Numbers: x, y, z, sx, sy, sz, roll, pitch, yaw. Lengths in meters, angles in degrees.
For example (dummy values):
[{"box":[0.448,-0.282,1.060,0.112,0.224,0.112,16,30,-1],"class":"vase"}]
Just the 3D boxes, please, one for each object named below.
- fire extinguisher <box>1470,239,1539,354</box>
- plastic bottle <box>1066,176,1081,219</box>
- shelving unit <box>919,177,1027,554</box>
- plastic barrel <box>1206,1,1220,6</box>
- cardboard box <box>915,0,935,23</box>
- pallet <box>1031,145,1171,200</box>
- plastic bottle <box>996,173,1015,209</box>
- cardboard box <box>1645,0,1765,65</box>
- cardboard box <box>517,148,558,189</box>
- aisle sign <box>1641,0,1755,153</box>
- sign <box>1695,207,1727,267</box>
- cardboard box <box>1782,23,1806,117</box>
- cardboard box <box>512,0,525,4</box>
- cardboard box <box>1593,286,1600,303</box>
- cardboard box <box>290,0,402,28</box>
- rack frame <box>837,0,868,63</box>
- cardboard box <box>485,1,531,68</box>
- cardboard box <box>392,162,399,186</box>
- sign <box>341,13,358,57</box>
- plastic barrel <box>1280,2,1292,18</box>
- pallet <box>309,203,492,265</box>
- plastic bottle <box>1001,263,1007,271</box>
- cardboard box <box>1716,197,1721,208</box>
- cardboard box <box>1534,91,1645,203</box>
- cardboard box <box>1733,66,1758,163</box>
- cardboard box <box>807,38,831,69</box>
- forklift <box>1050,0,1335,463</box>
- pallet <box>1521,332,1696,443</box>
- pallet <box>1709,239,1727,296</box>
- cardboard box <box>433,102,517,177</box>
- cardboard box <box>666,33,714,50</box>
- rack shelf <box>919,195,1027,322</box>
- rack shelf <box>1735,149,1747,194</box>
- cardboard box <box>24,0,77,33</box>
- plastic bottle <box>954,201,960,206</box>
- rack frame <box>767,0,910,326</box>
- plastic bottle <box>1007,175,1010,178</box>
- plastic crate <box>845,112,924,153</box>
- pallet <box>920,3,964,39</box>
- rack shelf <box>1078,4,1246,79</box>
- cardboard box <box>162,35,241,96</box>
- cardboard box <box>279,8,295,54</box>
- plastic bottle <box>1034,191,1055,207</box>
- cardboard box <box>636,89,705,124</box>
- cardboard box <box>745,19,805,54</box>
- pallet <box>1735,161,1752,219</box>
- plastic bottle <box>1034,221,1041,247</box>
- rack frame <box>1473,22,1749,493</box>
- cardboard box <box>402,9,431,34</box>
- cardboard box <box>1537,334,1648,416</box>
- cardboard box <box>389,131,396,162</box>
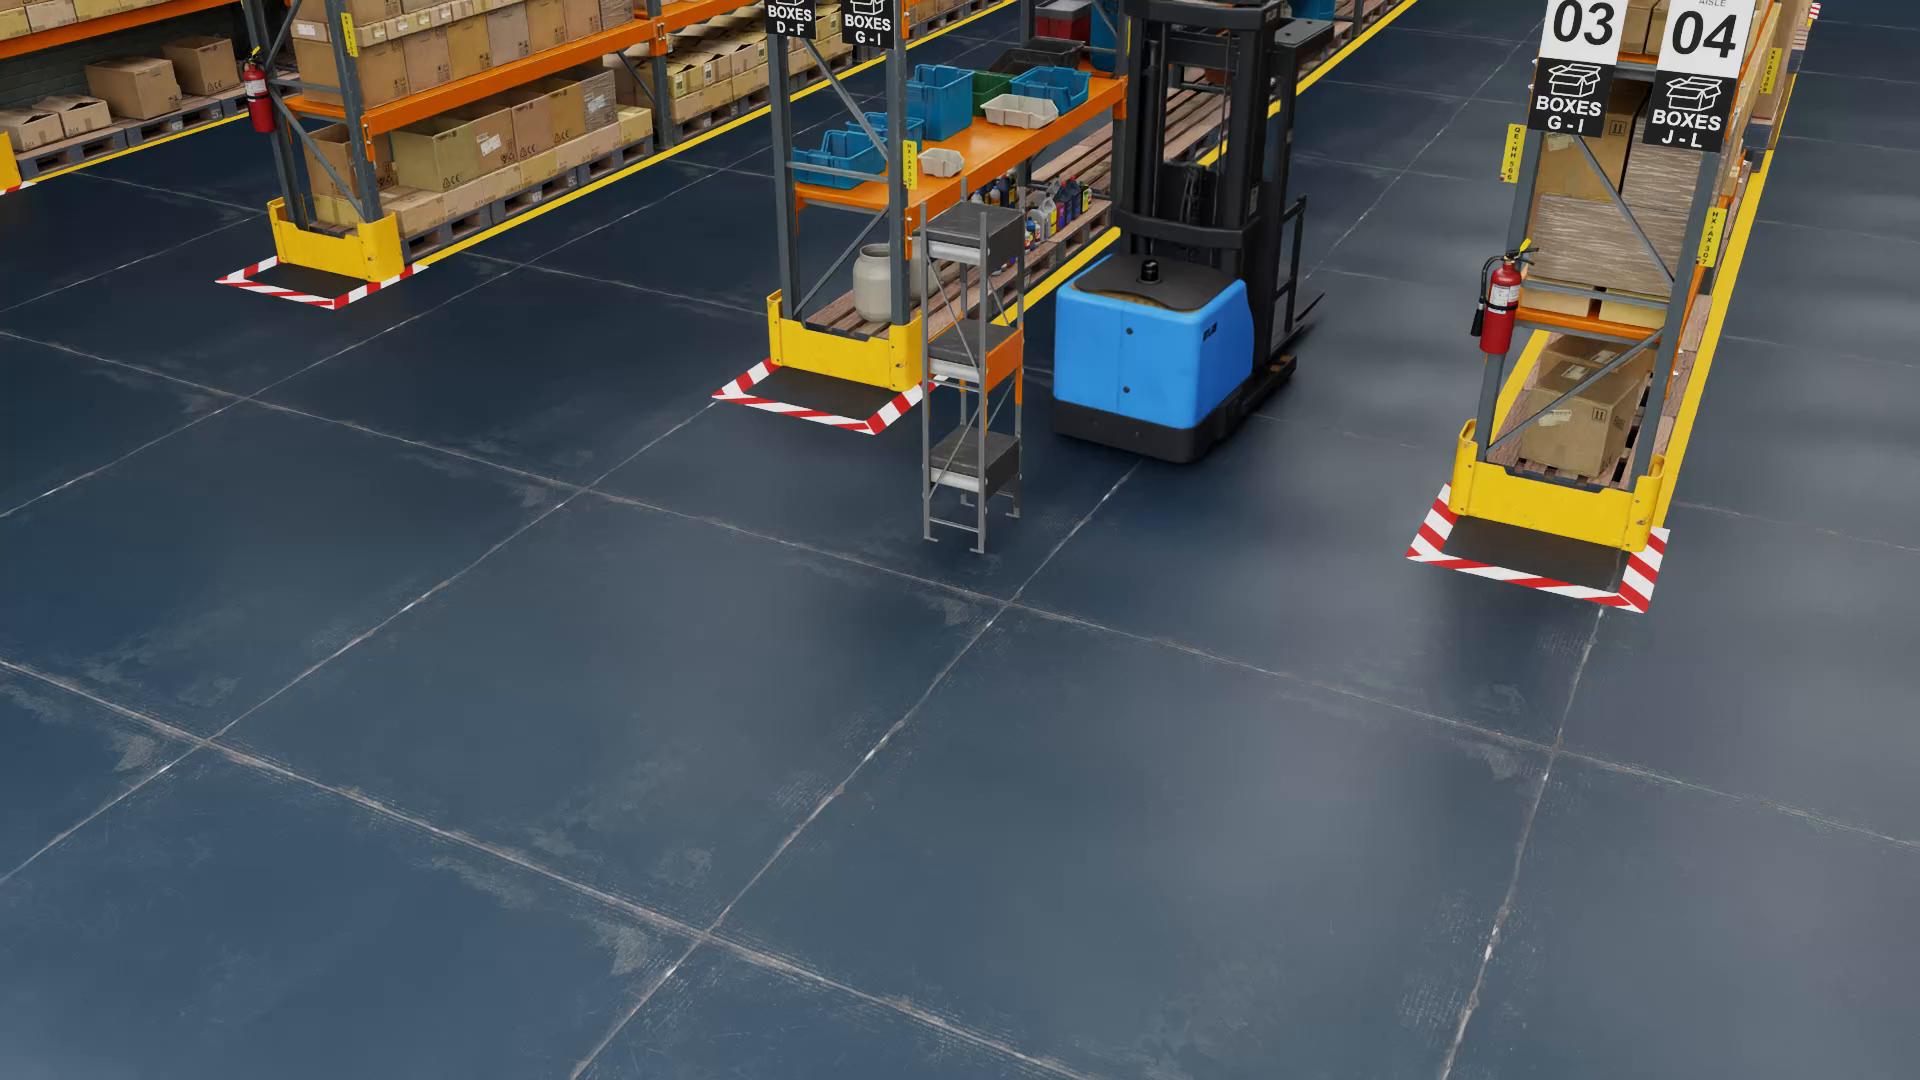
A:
[{"box":[3.125,-1.410,9.562,0.296,0.674,0.183,14,33,23],"class":"fire extinguisher"},{"box":[0.963,-2.978,14.432,0.144,0.351,0.185,13,32,22],"class":"plastic bottle"},{"box":[0.075,-0.984,9.645,0.431,2.100,0.503,14,33,23],"class":"shelving unit"},{"box":[2.352,-5.417,16.350,0.421,0.512,0.421,0,30,0],"class":"plastic barrel"},{"box":[-0.657,-6.884,21.084,0.500,0.500,0.500,14,33,23],"class":"cardboard box"},{"box":[1.323,-3.435,15.809,1.003,0.211,1.213,14,33,23],"class":"pallet"},{"box":[0.391,-3.032,14.527,0.144,0.351,0.185,14,33,23],"class":"plastic bottle"},{"box":[4.037,-2.781,9.009,0.500,0.250,0.500,15,33,25],"class":"cardboard box"},{"box":[-4.103,-3.480,15.429,0.500,0.250,0.500,14,33,23],"class":"cardboard box"},{"box":[3.826,-2.422,8.635,0.394,0.787,0.004,14,33,23],"class":"aisle sign"},{"box":[4.070,-1.642,9.019,0.100,0.325,0.005,14,33,23],"class":"sign"},{"box":[7.977,-4.892,17.259,1.225,0.875,0.875,14,33,23],"class":"cardboard box"},{"box":[-4.039,-4.887,14.786,0.380,0.149,0.250,15,33,25],"class":"cardboard box"},{"box":[3.648,-1.565,10.006,0.380,0.149,0.250,14,33,23],"class":"cardboard box"},{"box":[-4.982,-4.472,13.413,0.700,0.500,0.500,14,33,23],"class":"cardboard box"},{"box":[-1.586,-7.185,19.541,1.000,3.000,0.127,14,33,23],"class":"rack frame"},{"box":[-4.303,-4.573,14.892,0.700,0.500,0.500,15,33,25],"class":"cardboard box"},{"box":[-5.032,-3.158,14.867,0.500,0.250,0.500,14,33,23],"class":"cardboard box"},{"box":[-4.739,-3.920,12.906,0.100,0.325,0.005,14,33,23],"class":"sign"},{"box":[3.544,-5.918,19.333,0.600,0.588,0.708,14,33,23],"class":"plastic barrel"},{"box":[-4.919,-2.778,14.666,1.003,0.211,1.213,14,33,23],"class":"pallet"},{"box":[0.328,-2.270,13.349,0.097,0.201,0.097,0,30,0],"class":"plastic bottle"},{"box":[4.877,-2.231,11.165,0.380,0.149,0.250,14,33,23],"class":"cardboard box"},{"box":[3.618,-2.296,9.623,0.500,0.500,0.500,14,33,23],"class":"cardboard box"},{"box":[4.541,-2.620,10.187,0.500,0.500,0.500,14,33,23],"class":"cardboard box"},{"box":[-1.840,-5.657,19.219,0.500,0.250,0.500,14,33,23],"class":"cardboard box"},{"box":[1.791,-2.468,11.394,1.130,2.935,3.031,16,34,26],"class":"forklift"},{"box":[4.580,-1.105,11.753,1.003,0.211,1.213,14,33,23],"class":"pallet"},{"box":[5.763,-2.299,13.833,1.003,0.211,1.213,14,33,23],"class":"pallet"},{"box":[-4.345,-3.588,14.862,0.500,0.500,0.500,14,33,23],"class":"cardboard box"},{"box":[-3.018,-5.342,18.108,0.500,0.311,0.500,14,33,23],"class":"cardboard box"},{"box":[0.075,-1.579,9.304,0.431,0.518,0.480,14,33,23],"class":"rack shelf"},{"box":[6.320,-3.738,14.260,1.077,0.370,4.000,14,33,23],"class":"rack shelf"},{"box":[-8.913,-5.082,16.009,0.500,0.250,0.500,13,32,22],"class":"cardboard box"},{"box":[-0.017,-2.793,14.110,0.144,0.351,0.185,14,33,23],"class":"plastic bottle"},{"box":[-0.822,-2.514,11.405,1.000,3.000,0.127,14,33,23],"class":"rack frame"},{"box":[0.418,-3.177,14.929,0.097,0.201,0.097,0,30,0],"class":"plastic bottle"},{"box":[-0.559,-3.025,12.446,0.499,0.251,0.408,14,33,23],"class":"plastic crate"},{"box":[-0.655,-6.837,21.735,1.003,0.211,1.213,14,33,23],"class":"pallet"},{"box":[1.911,-4.861,16.216,1.077,0.370,4.000,14,33,23],"class":"rack shelf"},{"box":[-8.256,-5.172,18.103,0.500,0.500,0.500,12,32,20],"class":"cardboard box"},{"box":[-7.499,-5.971,19.495,0.700,0.500,0.500,15,33,25],"class":"cardboard box"},{"box":[0.733,-2.883,14.342,0.152,0.276,0.135,14,33,23],"class":"plastic bottle"},{"box":[-3.003,-4.524,17.247,0.500,0.250,0.500,13,33,22],"class":"cardboard box"},{"box":[-2.068,-5.675,18.687,0.500,0.311,0.500,14,33,23],"class":"cardboard box"},{"box":[6.874,-3.381,15.716,1.003,0.211,1.213,14,33,23],"class":"pallet"},{"box":[0.622,-2.555,13.846,0.097,0.201,0.097,0,30,0],"class":"plastic bottle"},{"box":[3.587,-1.390,9.449,1.000,3.000,0.127,14,33,23],"class":"rack frame"},{"box":[-4.627,-4.317,13.793,0.380,0.149,0.250,14,33,23],"class":"cardboard box"},{"box":[4.128,-1.034,10.917,0.500,0.500,0.500,24,38,36],"class":"cardboard box"},{"box":[-4.808,-3.706,15.068,0.500,0.500,0.500,14,33,23],"class":"cardboard box"}]
